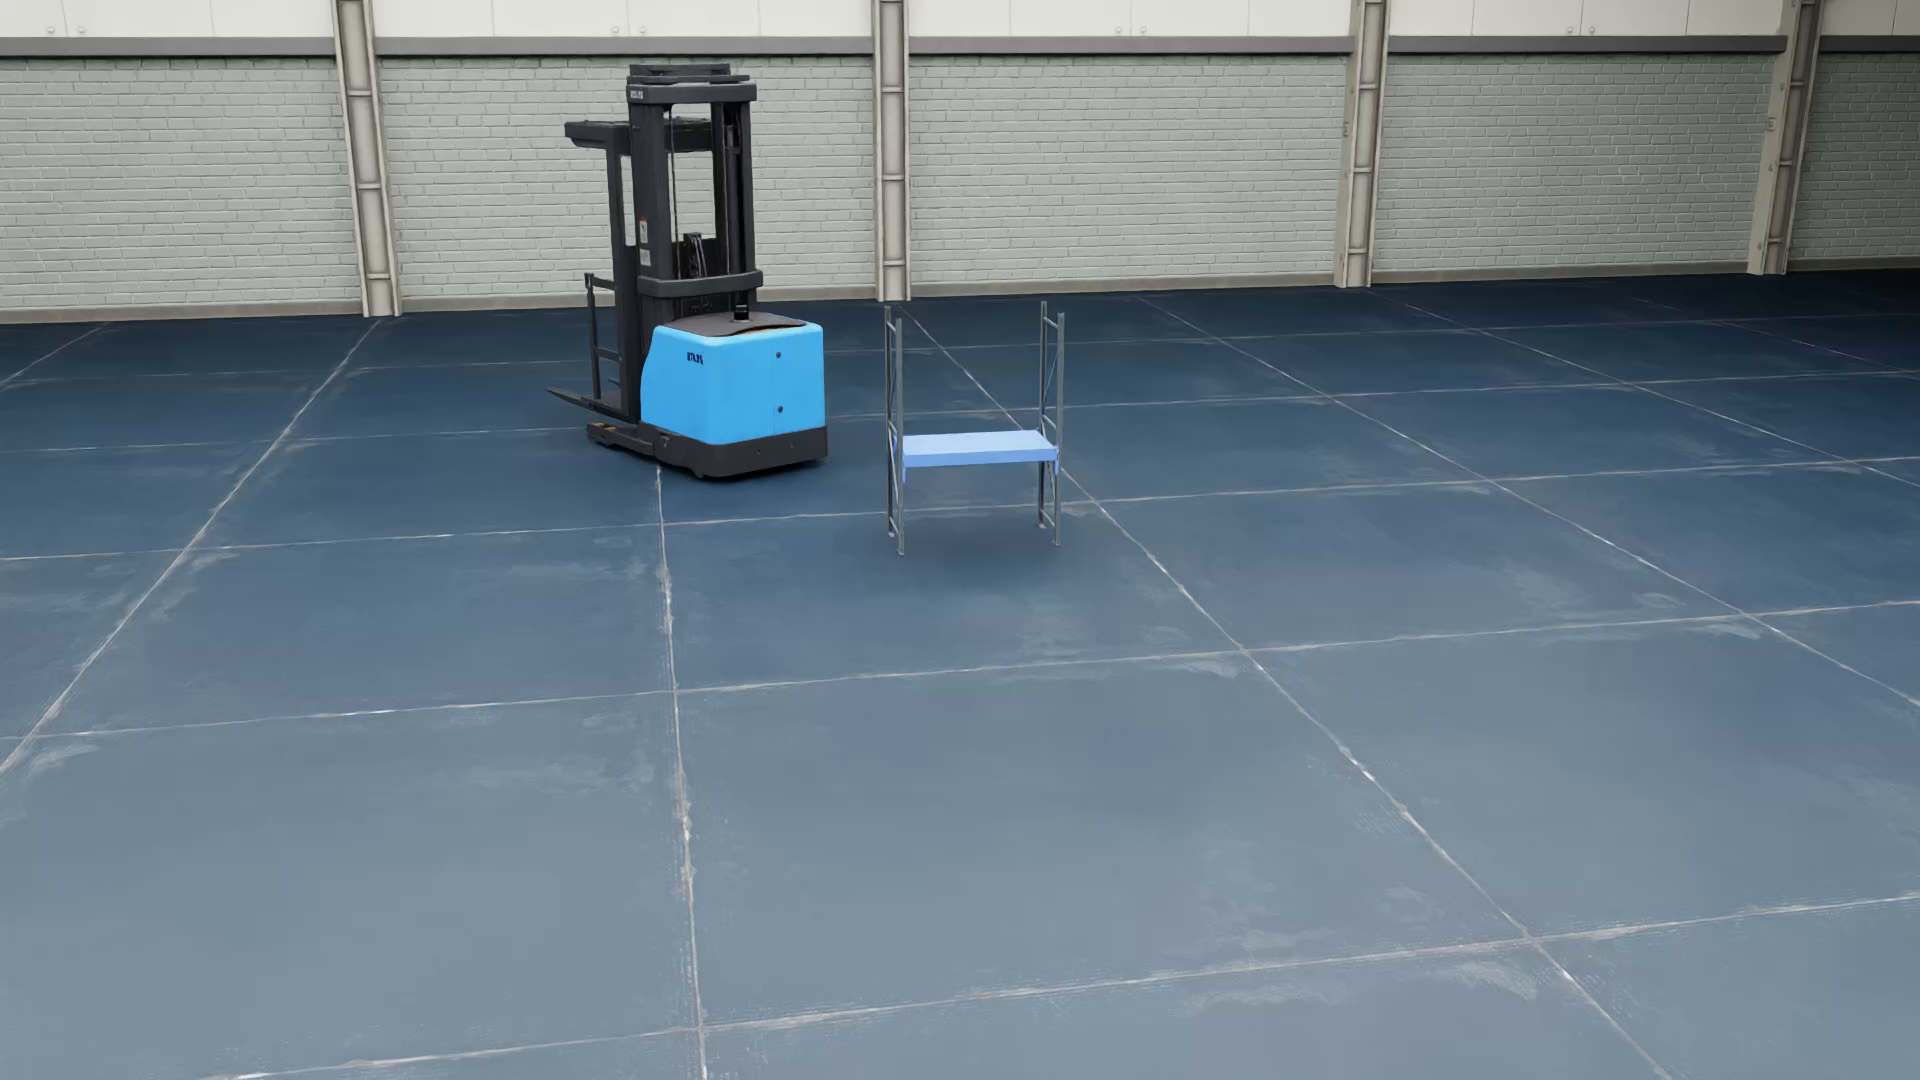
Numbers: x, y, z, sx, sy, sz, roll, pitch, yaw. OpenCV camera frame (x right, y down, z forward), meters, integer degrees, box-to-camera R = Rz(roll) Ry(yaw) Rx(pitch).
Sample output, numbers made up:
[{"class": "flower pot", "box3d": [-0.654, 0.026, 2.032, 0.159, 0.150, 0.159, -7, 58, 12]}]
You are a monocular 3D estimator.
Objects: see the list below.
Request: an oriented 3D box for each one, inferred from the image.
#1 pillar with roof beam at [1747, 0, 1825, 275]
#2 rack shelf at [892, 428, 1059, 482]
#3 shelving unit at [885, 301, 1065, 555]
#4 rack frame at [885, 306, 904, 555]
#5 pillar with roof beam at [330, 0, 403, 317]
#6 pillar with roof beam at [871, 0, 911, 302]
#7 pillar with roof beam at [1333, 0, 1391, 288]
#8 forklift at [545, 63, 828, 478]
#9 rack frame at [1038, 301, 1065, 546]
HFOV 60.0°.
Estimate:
[{"class": "pillar with roof beam", "box3d": [11.777, -6.689, 17.262, 0.400, 9.000, 9.100, -3, 17, -10]}, {"class": "rack shelf", "box3d": [0.084, -0.550, 10.660, 1.000, 0.185, 0.538, -3, 17, -10]}, {"class": "shelving unit", "box3d": [0.084, -0.722, 10.607, 1.048, 1.500, 0.538, -3, 17, -10]}, {"class": "rack frame", "box3d": [-0.415, -0.693, 10.515, 0.032, 1.500, 0.500, -3, 17, -10]}, {"class": "pillar with roof beam", "box3d": [-5.896, -5.686, 13.997, 0.400, 9.000, 9.100, -3, 17, -10]}, {"class": "pillar with roof beam", "box3d": [-0.005, -6.020, 15.085, 0.400, 9.000, 9.100, -3, 17, -10]}, {"class": "pillar with roof beam", "box3d": [5.886, -6.354, 16.174, 0.400, 9.000, 9.100, -3, 17, -10]}, {"class": "forklift", "box3d": [-2.339, -2.216, 13.036, 1.130, 2.935, 3.031, -14, 22, -38]}, {"class": "rack frame", "box3d": [0.583, -0.750, 10.699, 0.032, 1.500, 0.500, -3, 17, -10]}]
